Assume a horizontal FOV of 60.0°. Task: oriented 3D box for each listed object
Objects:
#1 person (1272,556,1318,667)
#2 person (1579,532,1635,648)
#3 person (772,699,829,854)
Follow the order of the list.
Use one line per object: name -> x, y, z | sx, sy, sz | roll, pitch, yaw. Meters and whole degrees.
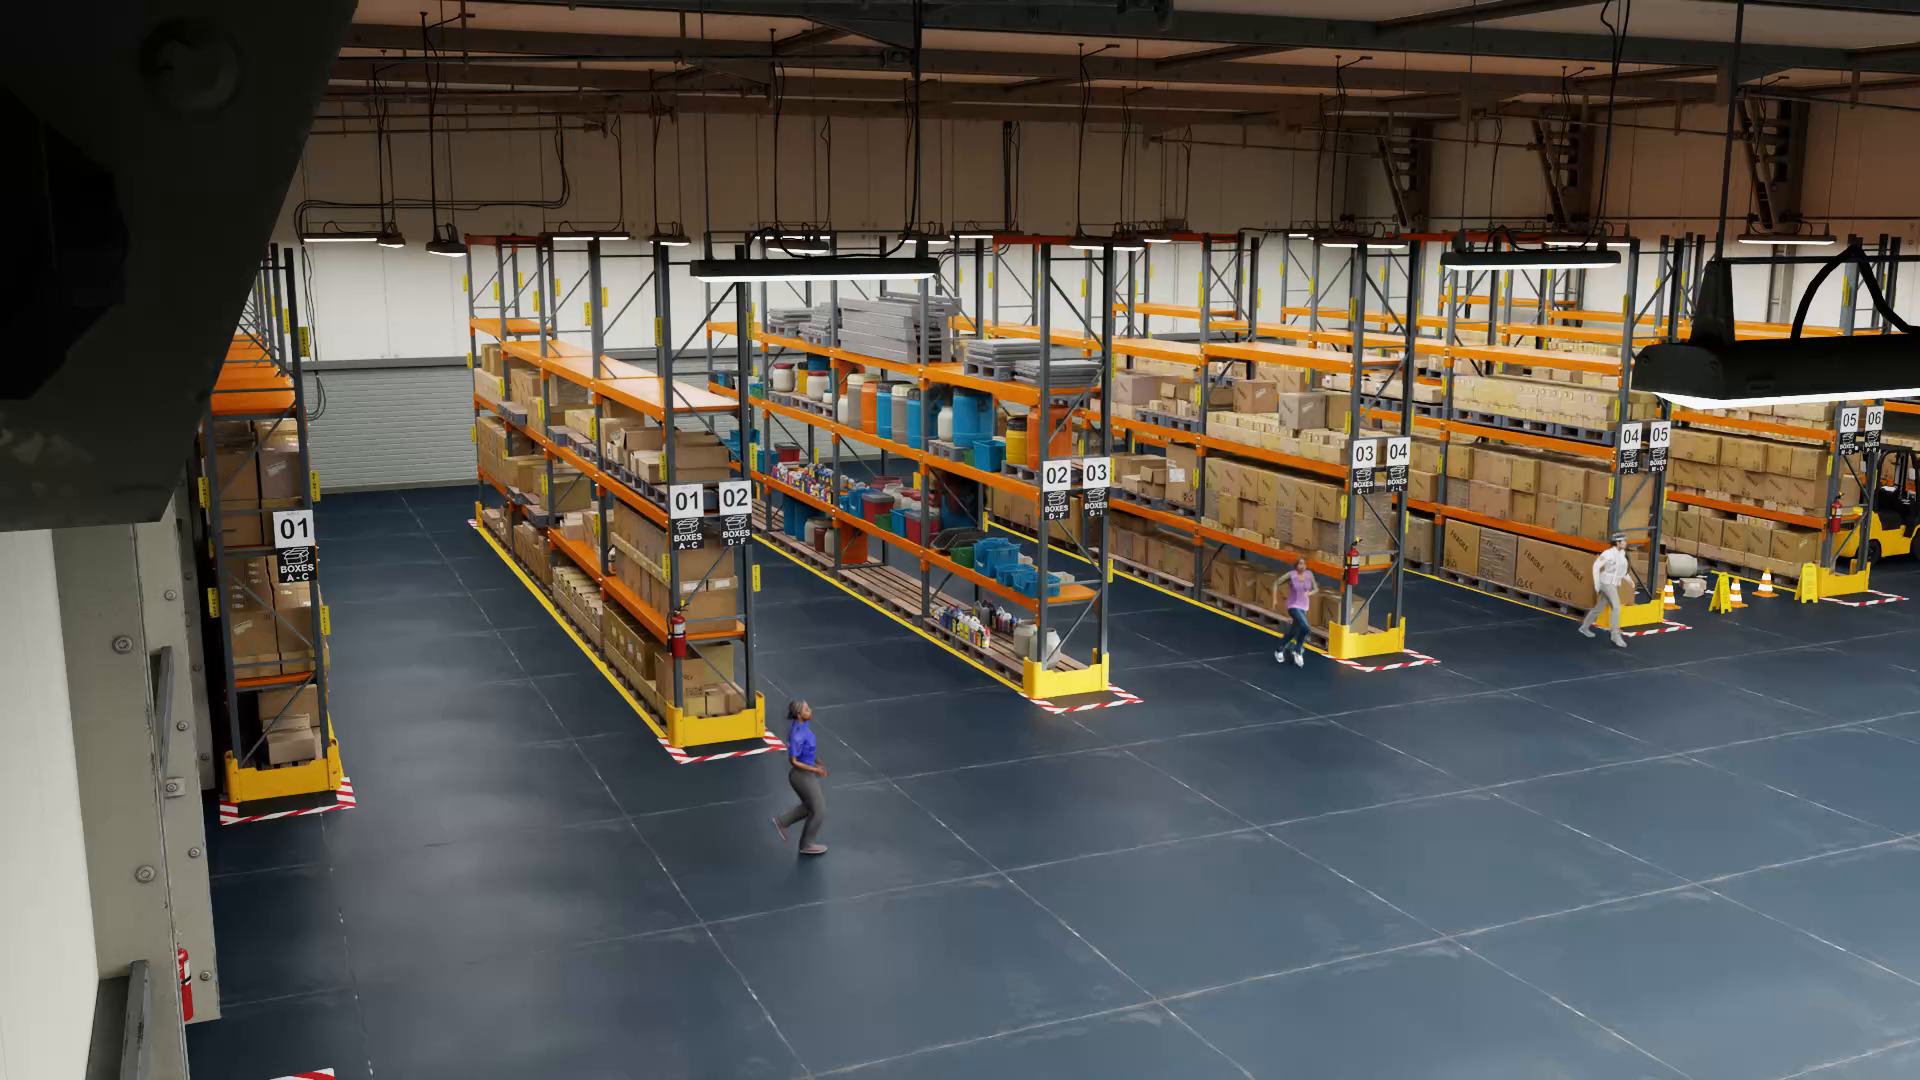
person -> 4.809, 0.997, 23.794 | 0.578, 1.577, 0.605 | -6, 12, -28
person -> 9.792, 0.692, 25.015 | 0.831, 1.661, 0.610 | 11, 15, 44
person -> -1.604, 2.374, 16.668 | 0.586, 1.602, 0.573 | -1, 11, -6
